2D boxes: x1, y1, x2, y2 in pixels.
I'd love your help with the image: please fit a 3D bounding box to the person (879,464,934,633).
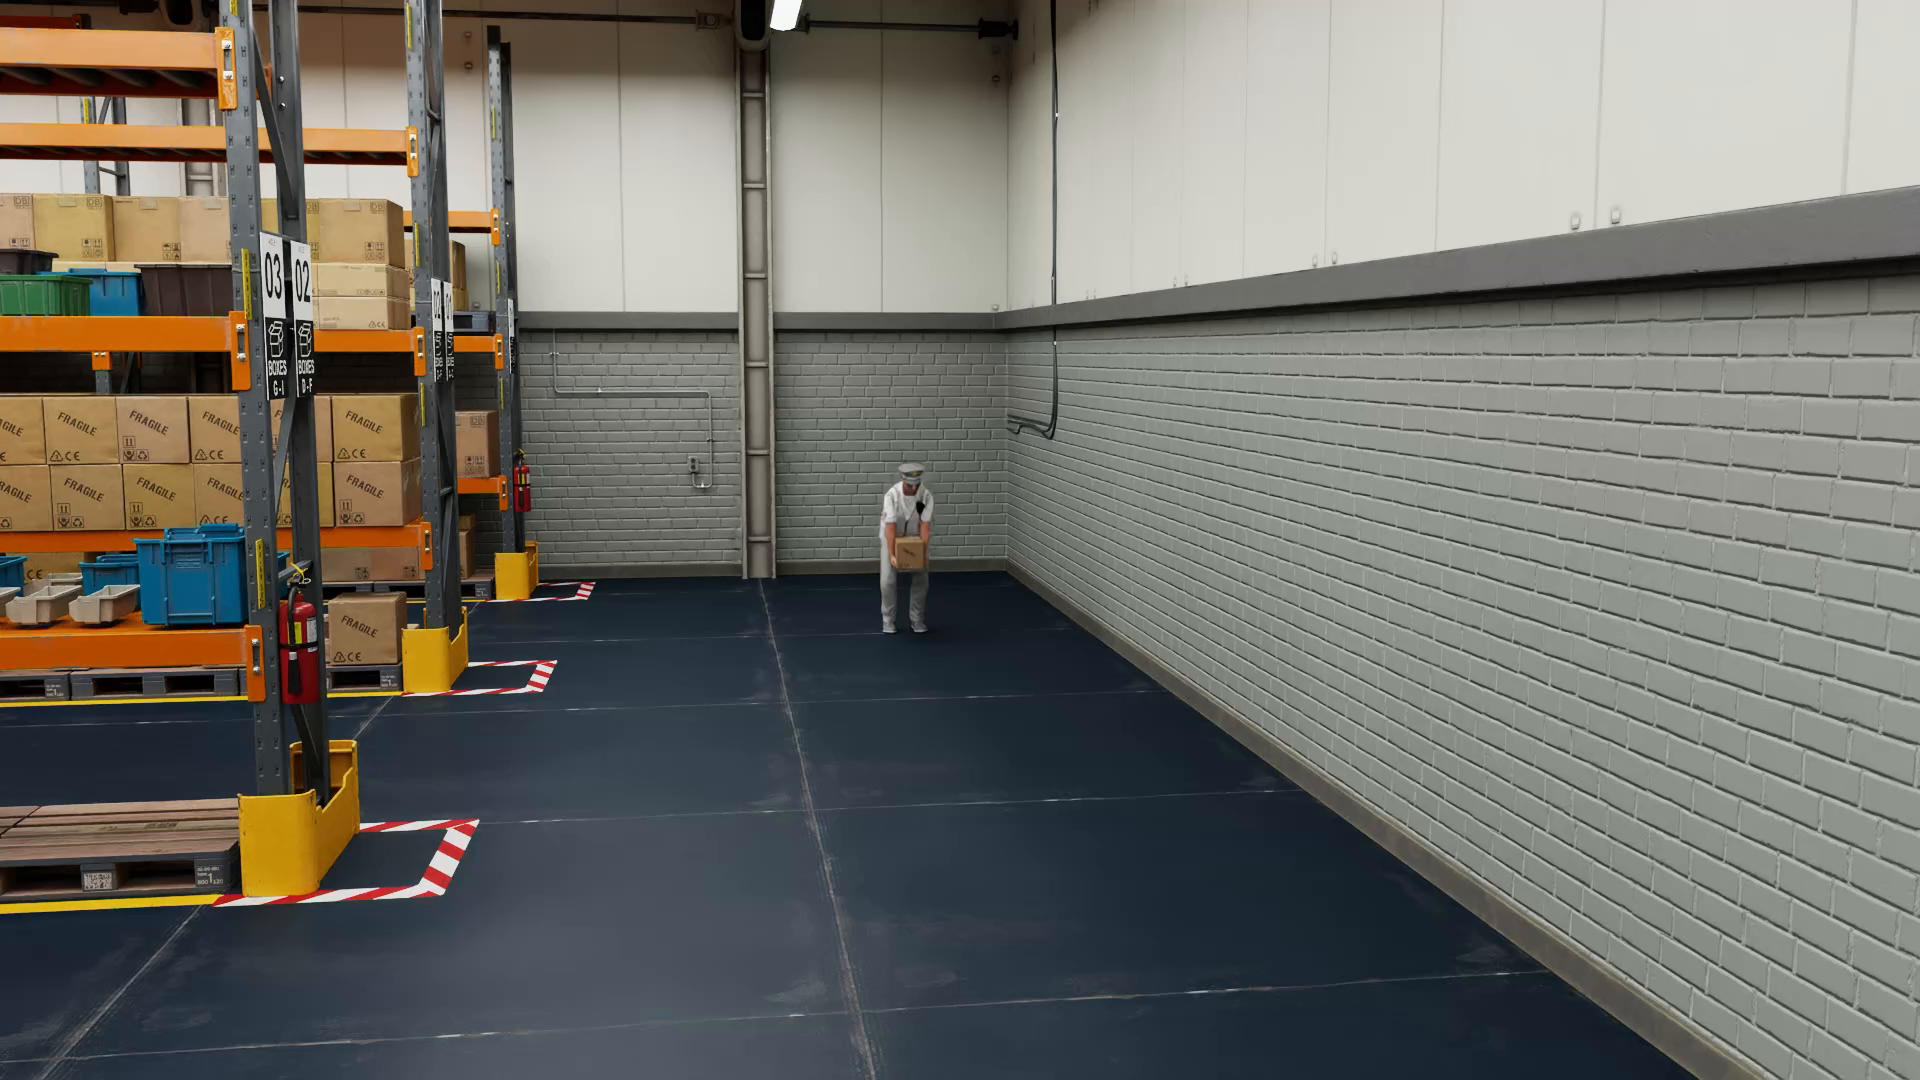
[{"bbox_3d":[-0.501,0.081,15.615,0.486,1.614,0.748,-1,7,-10],"label":"person"}]
